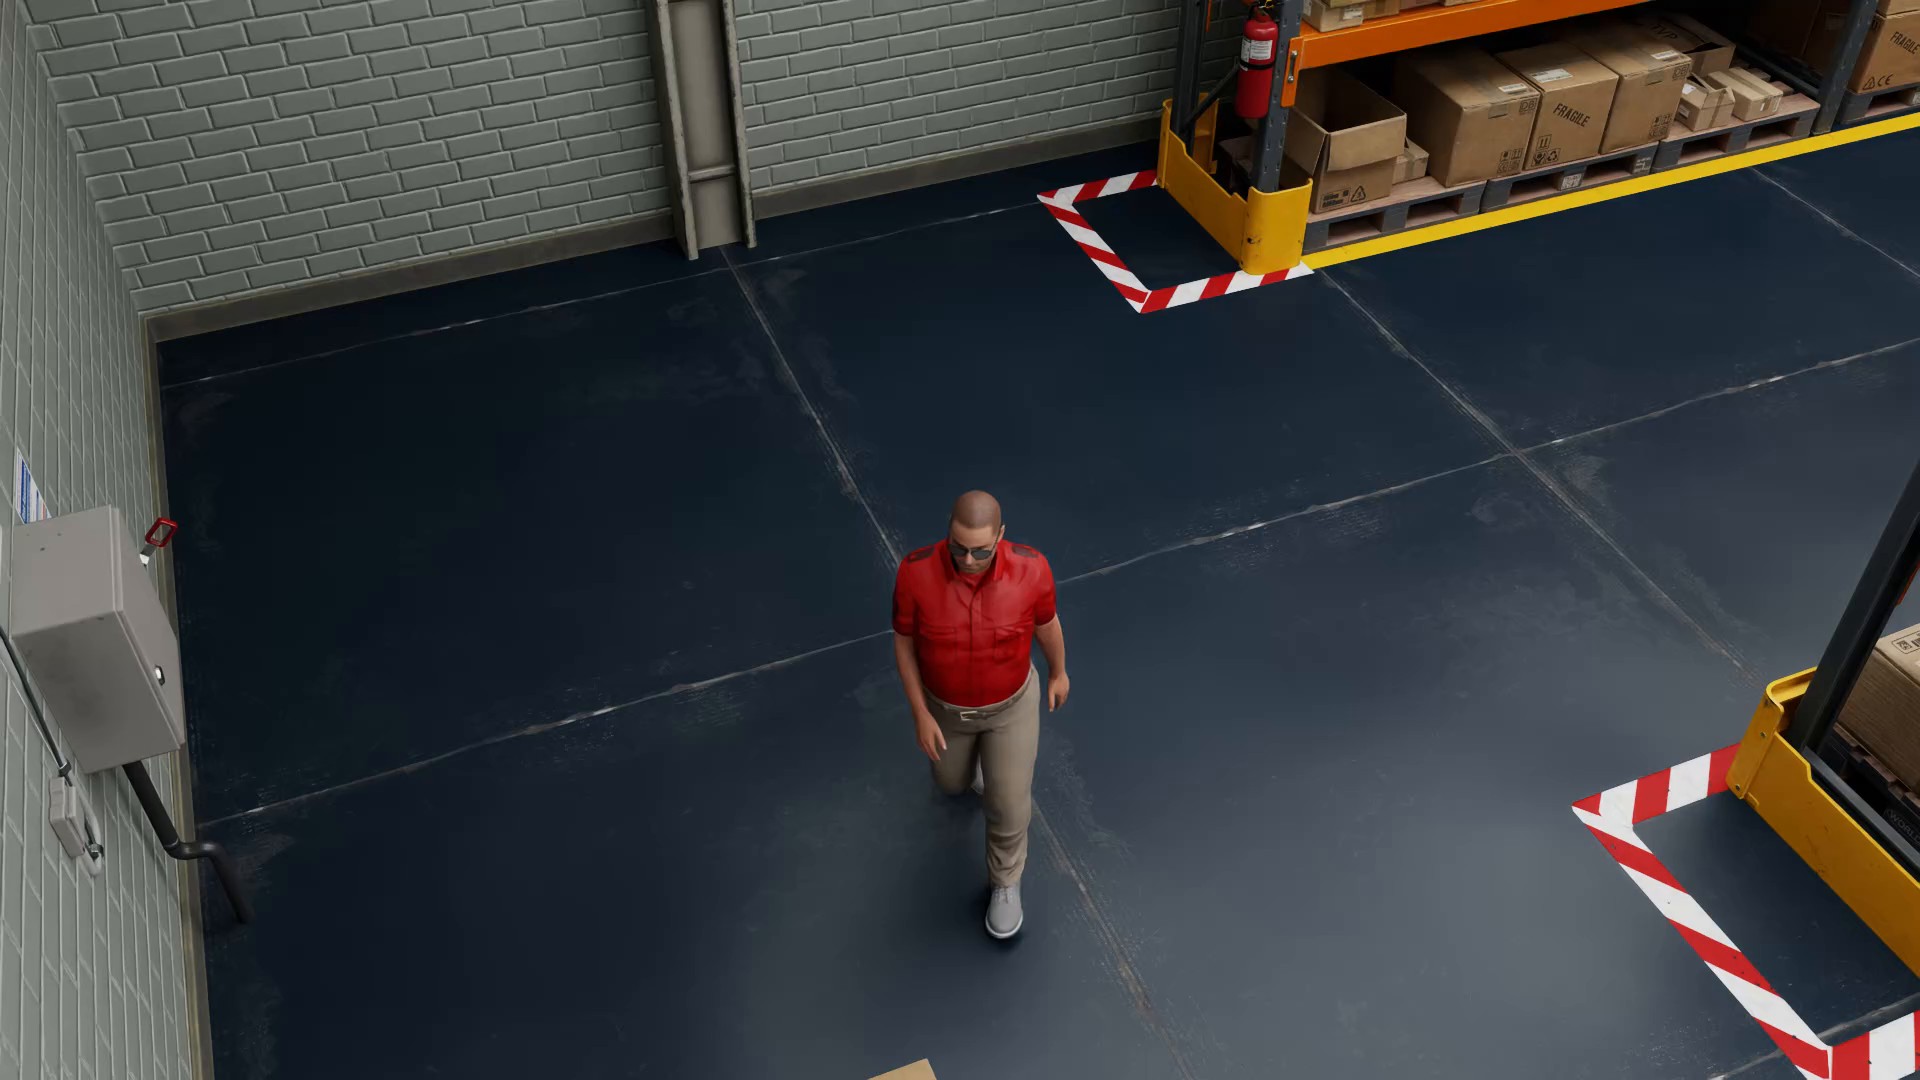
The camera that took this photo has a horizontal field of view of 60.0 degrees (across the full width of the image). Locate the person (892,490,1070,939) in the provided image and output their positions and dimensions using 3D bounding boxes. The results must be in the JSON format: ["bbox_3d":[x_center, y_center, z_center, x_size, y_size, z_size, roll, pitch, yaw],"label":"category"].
[{"bbox_3d":[0.074,0.504,5.606,0.590,1.687,0.855,3,42,4],"label":"person"}]
